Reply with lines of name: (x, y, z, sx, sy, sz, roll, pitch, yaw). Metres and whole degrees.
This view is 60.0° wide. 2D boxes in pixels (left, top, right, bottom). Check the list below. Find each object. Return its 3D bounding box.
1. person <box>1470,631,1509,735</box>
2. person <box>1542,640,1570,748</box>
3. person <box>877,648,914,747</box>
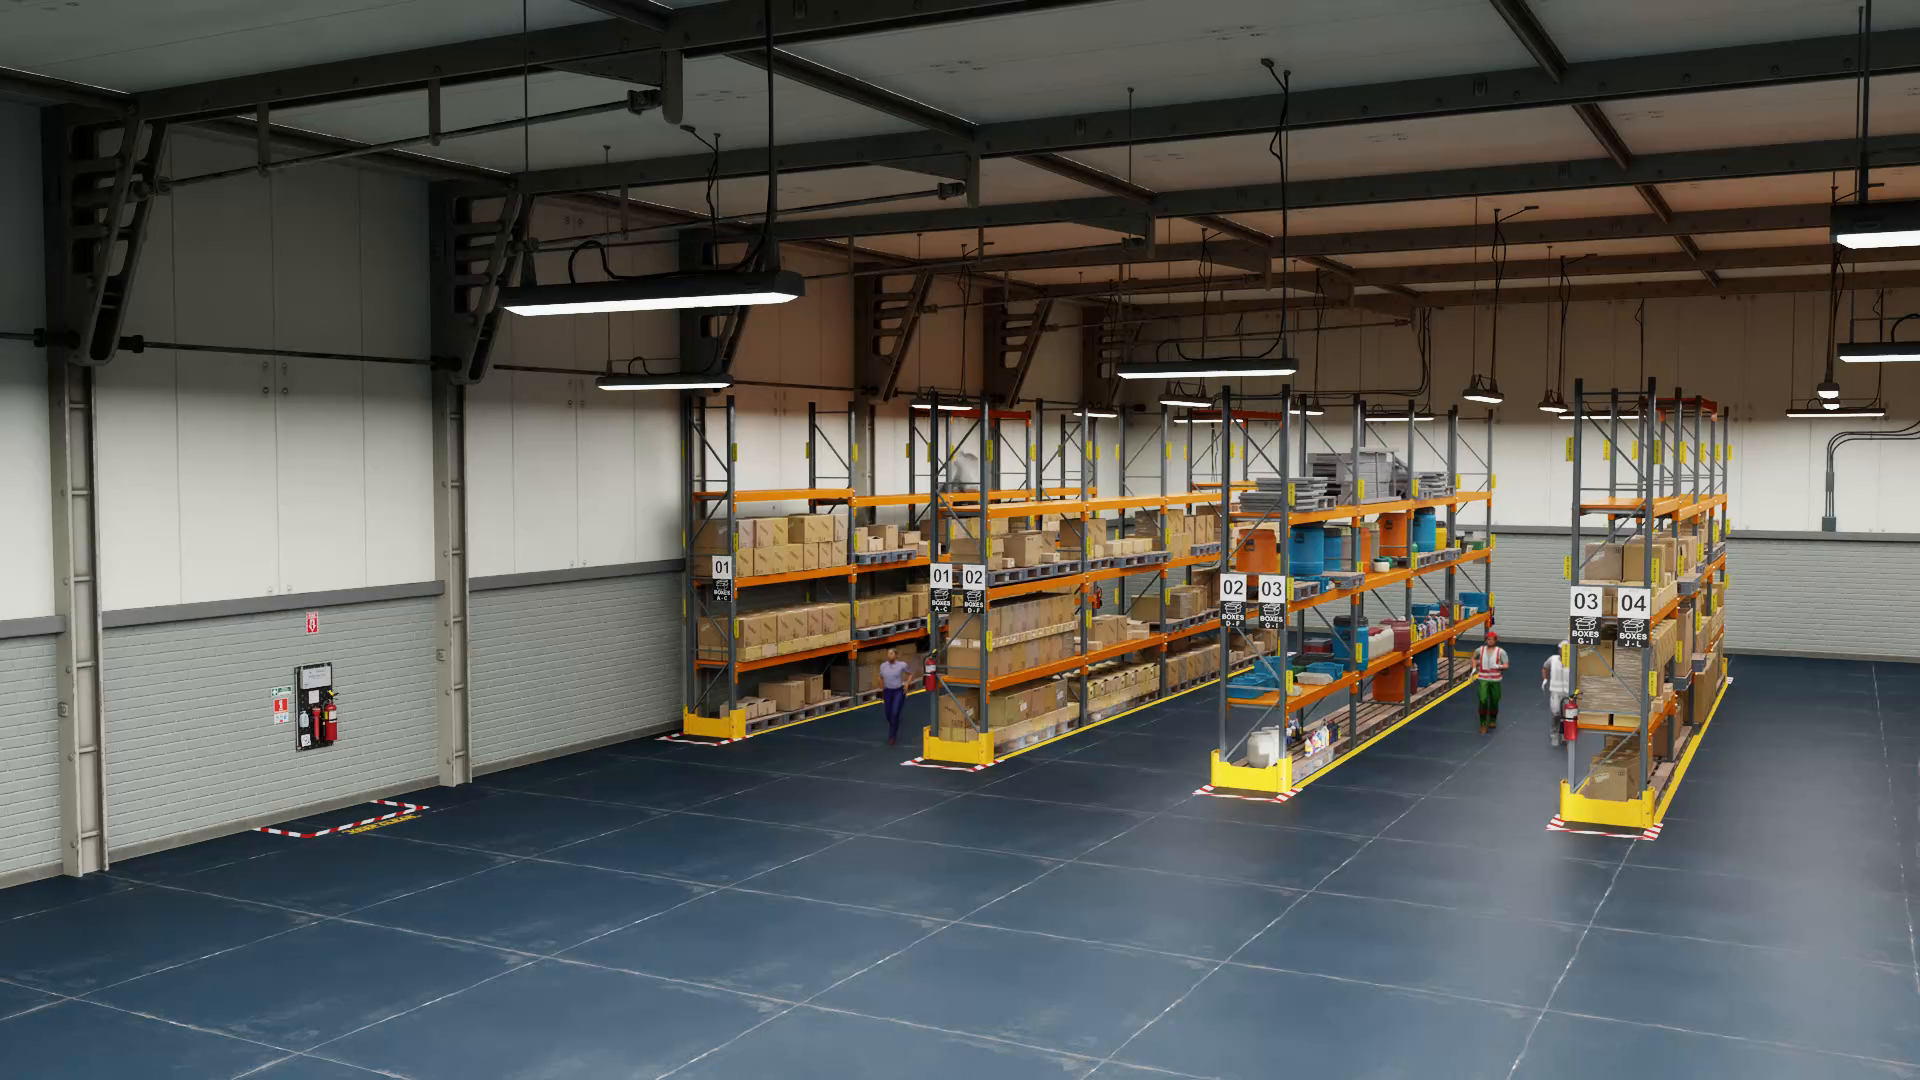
person: (9.445, 2.548, 29.672, 0.646, 1.839, 0.758, 1, 3, 18)
person: (10.262, 2.622, 28.328, 0.656, 1.824, 0.744, 1, 3, 18)
person: (-1.125, 2.681, 28.713, 0.615, 1.655, 0.914, 1, 3, 16)
